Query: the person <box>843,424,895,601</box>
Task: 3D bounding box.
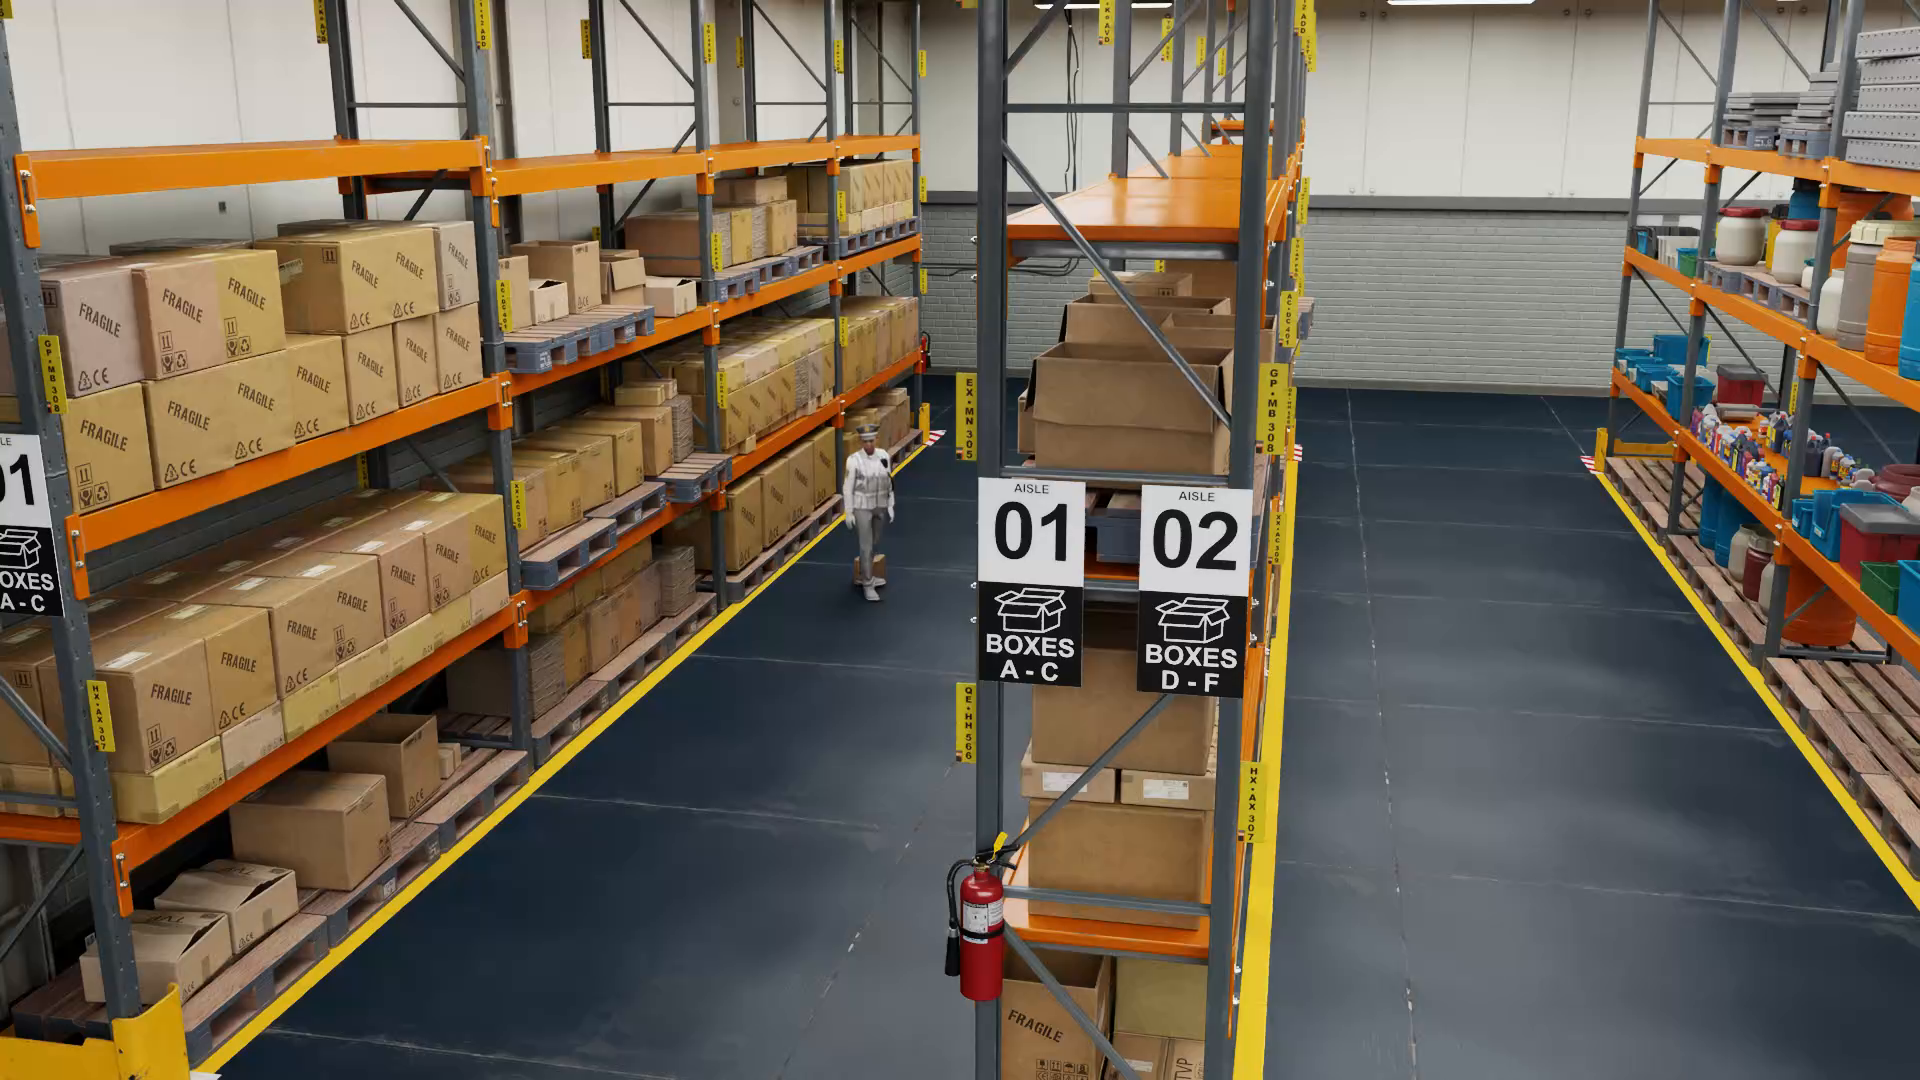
[{"bbox_3d":[-0.865,-0.295,15.614,0.507,1.662,0.574,-10,18,-33],"label":"person"}]
